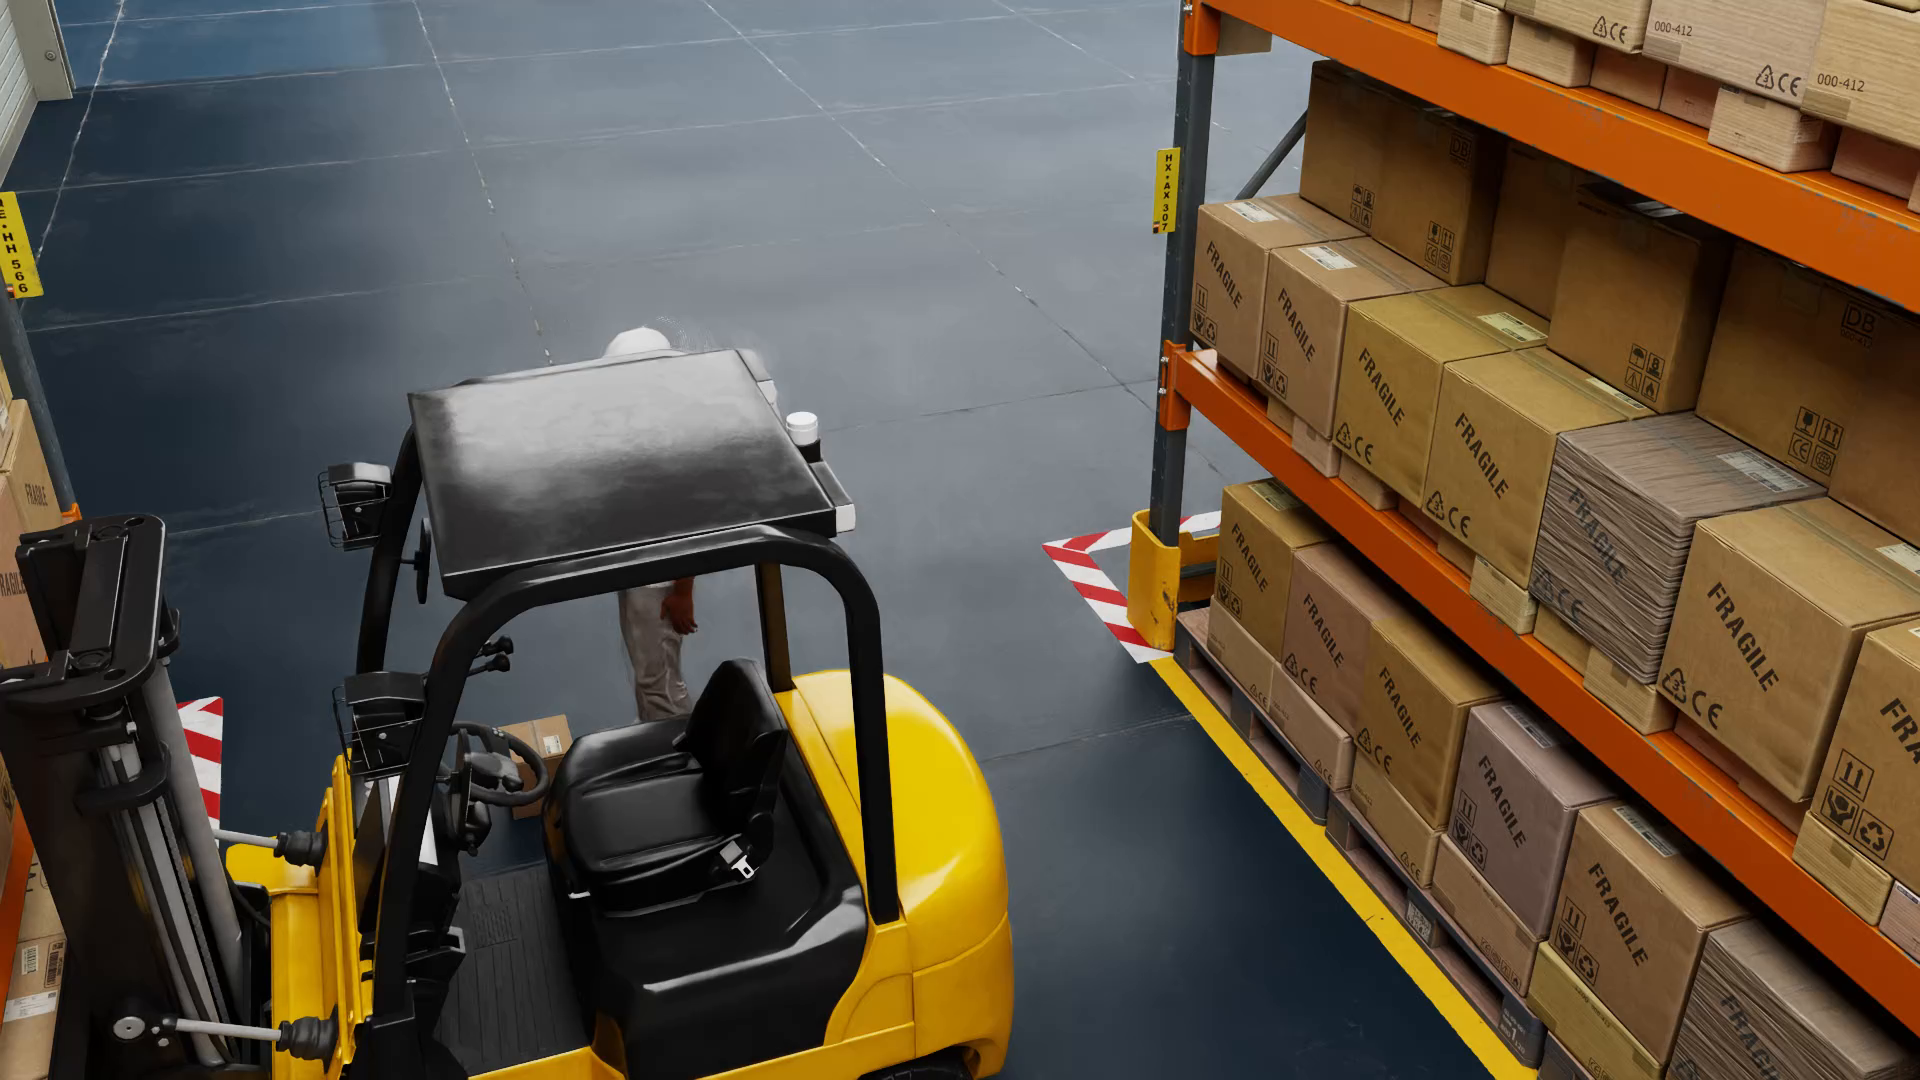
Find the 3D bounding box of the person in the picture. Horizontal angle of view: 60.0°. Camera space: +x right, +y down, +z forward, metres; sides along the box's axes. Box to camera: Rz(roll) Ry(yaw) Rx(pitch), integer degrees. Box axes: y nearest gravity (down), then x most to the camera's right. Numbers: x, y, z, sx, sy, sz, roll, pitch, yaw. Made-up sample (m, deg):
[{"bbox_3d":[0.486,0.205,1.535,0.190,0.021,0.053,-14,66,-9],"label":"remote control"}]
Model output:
[{"bbox_3d":[-1.140,0.100,5.912,0.474,1.786,0.583,-10,31,-17],"label":"person"}]
